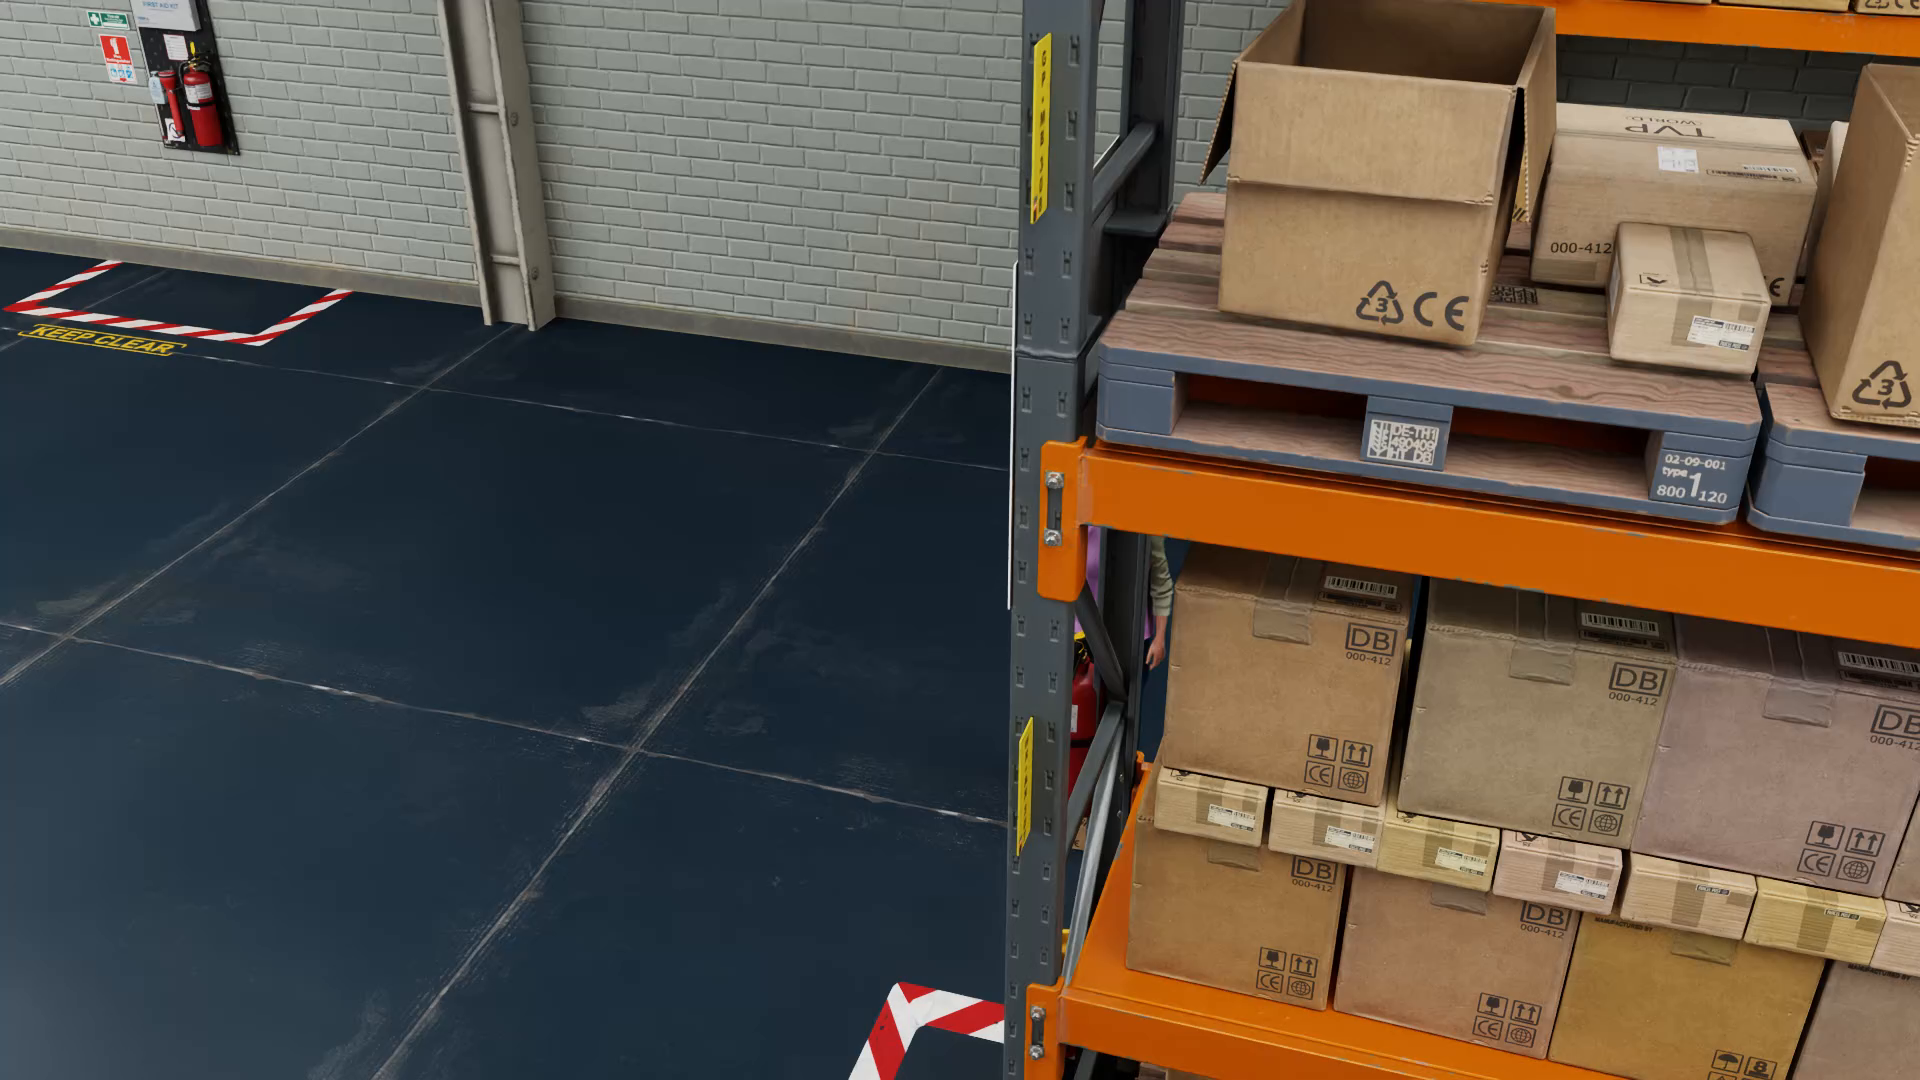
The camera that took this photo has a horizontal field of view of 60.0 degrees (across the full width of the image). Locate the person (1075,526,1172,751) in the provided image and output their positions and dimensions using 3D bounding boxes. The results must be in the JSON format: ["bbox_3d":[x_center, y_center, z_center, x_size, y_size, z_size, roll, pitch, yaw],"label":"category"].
[{"bbox_3d":[0.577,0.383,6.508,0.474,1.551,0.349,8,31,14],"label":"person"}]
